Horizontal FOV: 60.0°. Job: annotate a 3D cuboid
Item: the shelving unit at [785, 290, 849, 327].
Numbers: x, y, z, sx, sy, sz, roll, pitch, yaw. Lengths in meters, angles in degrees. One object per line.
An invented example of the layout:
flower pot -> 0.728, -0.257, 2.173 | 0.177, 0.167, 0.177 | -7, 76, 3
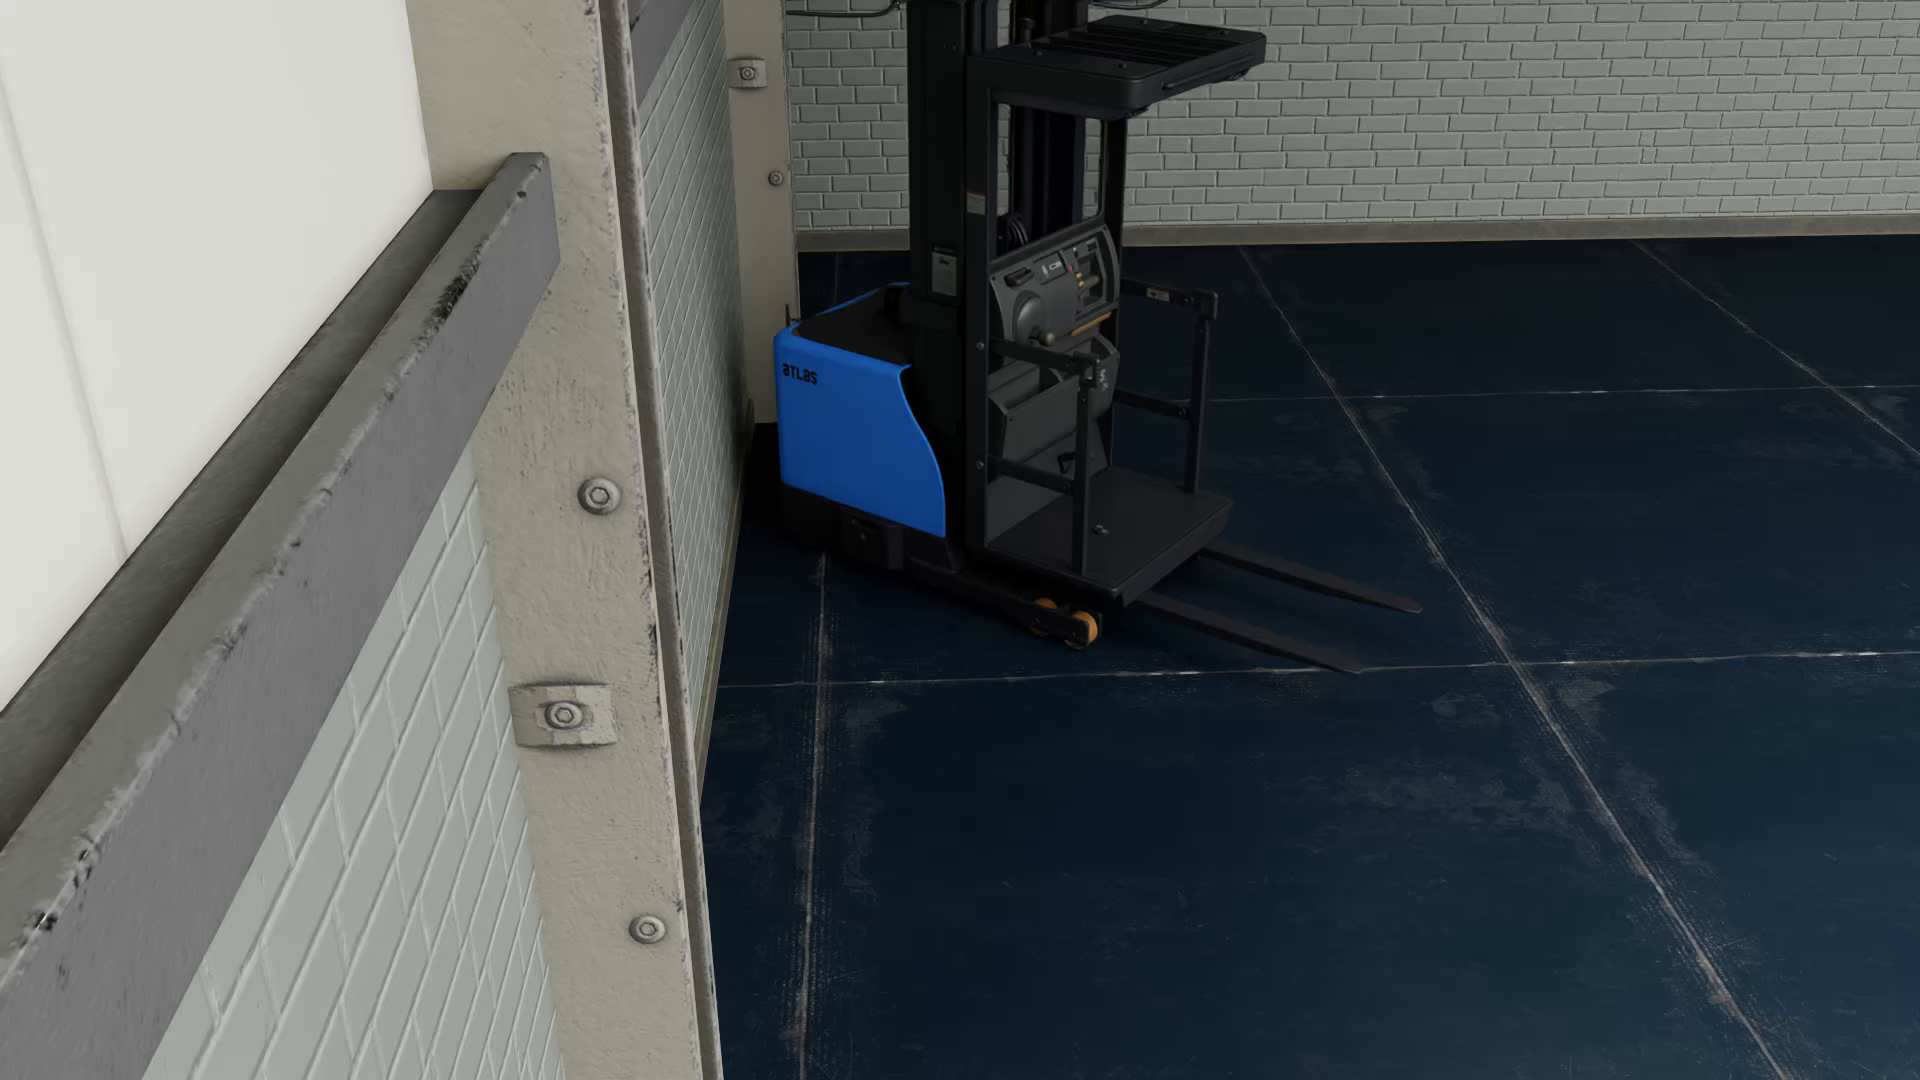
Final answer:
shelving unit -> -0.709, -0.722, 8.499 | 0.215, 1.050, 0.252 | 18, 33, 31

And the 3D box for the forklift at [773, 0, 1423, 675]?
forklift -> 0.592, -1.099, 7.187 | 3.031, 2.935, 1.130 | 19, 33, 32

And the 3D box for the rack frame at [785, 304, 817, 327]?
rack frame -> -0.780, -0.676, 8.411 | 0.200, 1.050, 0.008 | 18, 33, 31

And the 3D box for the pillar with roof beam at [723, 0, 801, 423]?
pillar with roof beam -> 3.227, -4.860, 7.838 | 9.100, 9.000, 0.400 | -1, 28, -3

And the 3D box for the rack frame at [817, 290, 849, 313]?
rack frame -> -0.639, -0.768, 8.588 | 0.200, 1.050, 0.008 | 18, 33, 31

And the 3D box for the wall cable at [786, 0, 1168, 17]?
wall cable -> 0.095, -4.772, 11.026 | 3.097, 2.526, 0.112 | -1, 28, -3
